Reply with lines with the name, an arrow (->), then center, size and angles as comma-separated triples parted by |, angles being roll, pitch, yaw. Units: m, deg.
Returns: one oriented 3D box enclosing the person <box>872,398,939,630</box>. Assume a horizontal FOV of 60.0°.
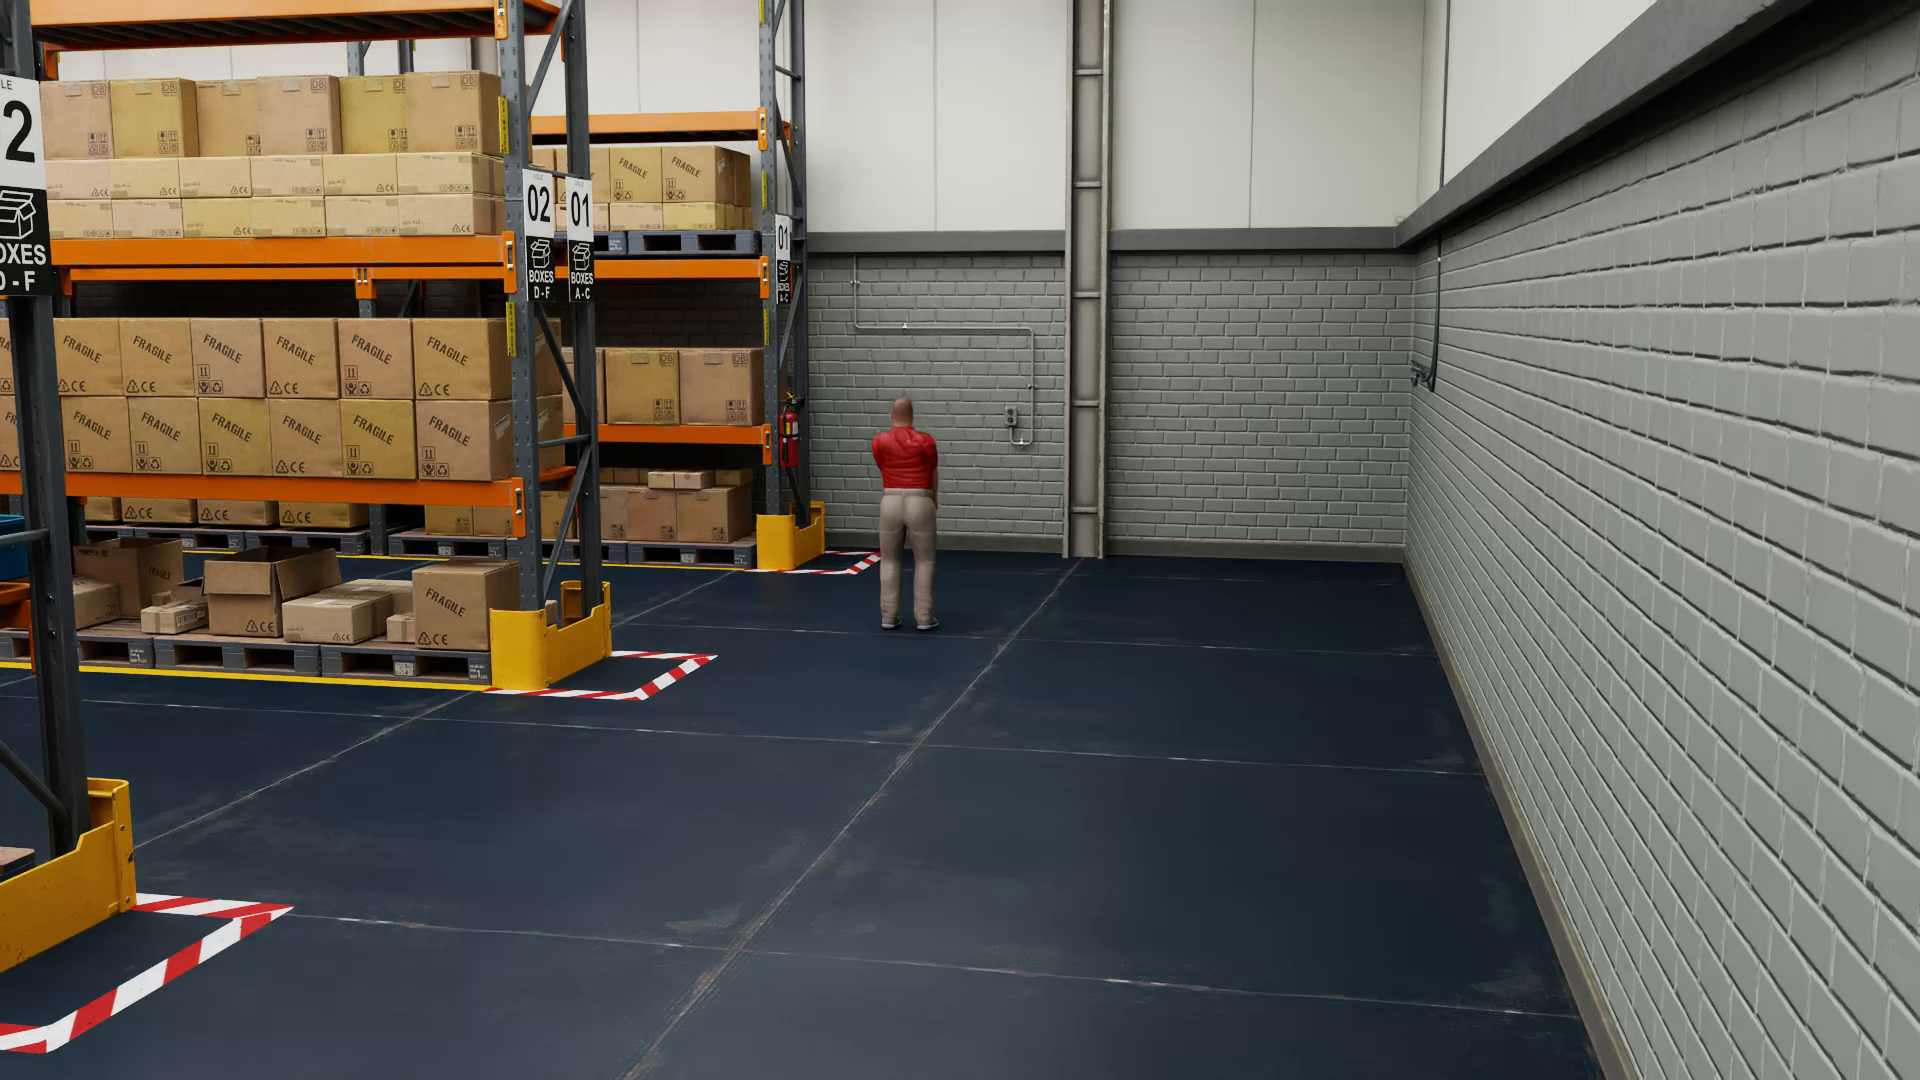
person -> -0.382, -0.207, 12.409 | 0.492, 1.721, 0.528 | 2, 8, 12
